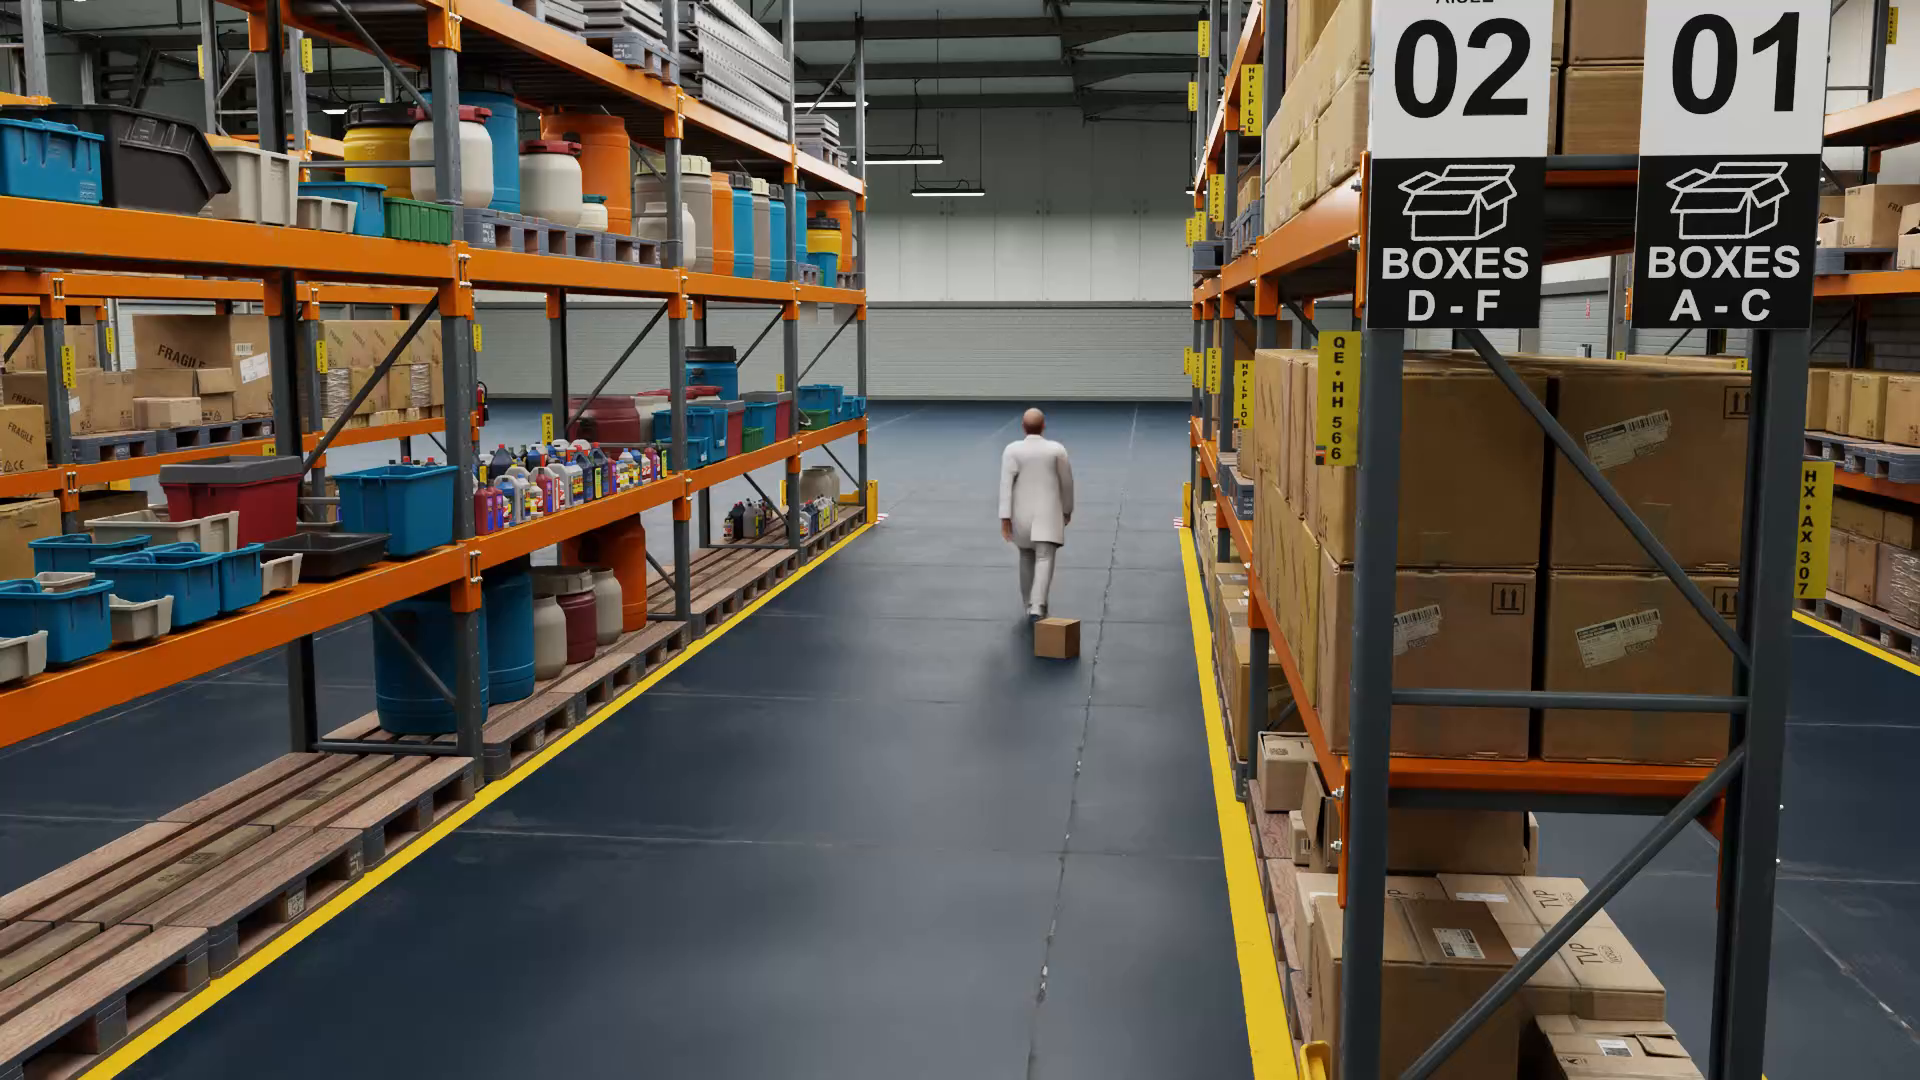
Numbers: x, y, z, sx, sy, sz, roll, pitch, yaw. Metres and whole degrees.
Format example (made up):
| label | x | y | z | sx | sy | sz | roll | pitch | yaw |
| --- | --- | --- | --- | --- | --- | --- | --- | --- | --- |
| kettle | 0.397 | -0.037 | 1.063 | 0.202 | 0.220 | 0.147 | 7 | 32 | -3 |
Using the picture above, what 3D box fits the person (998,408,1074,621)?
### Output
| label | x | y | z | sx | sy | sz | roll | pitch | yaw |
| --- | --- | --- | --- | --- | --- | --- | --- | --- | --- |
| person | 0.629 | -0.204 | 13.444 | 0.580 | 1.726 | 1.138 | 2 | 8 | 12 |
